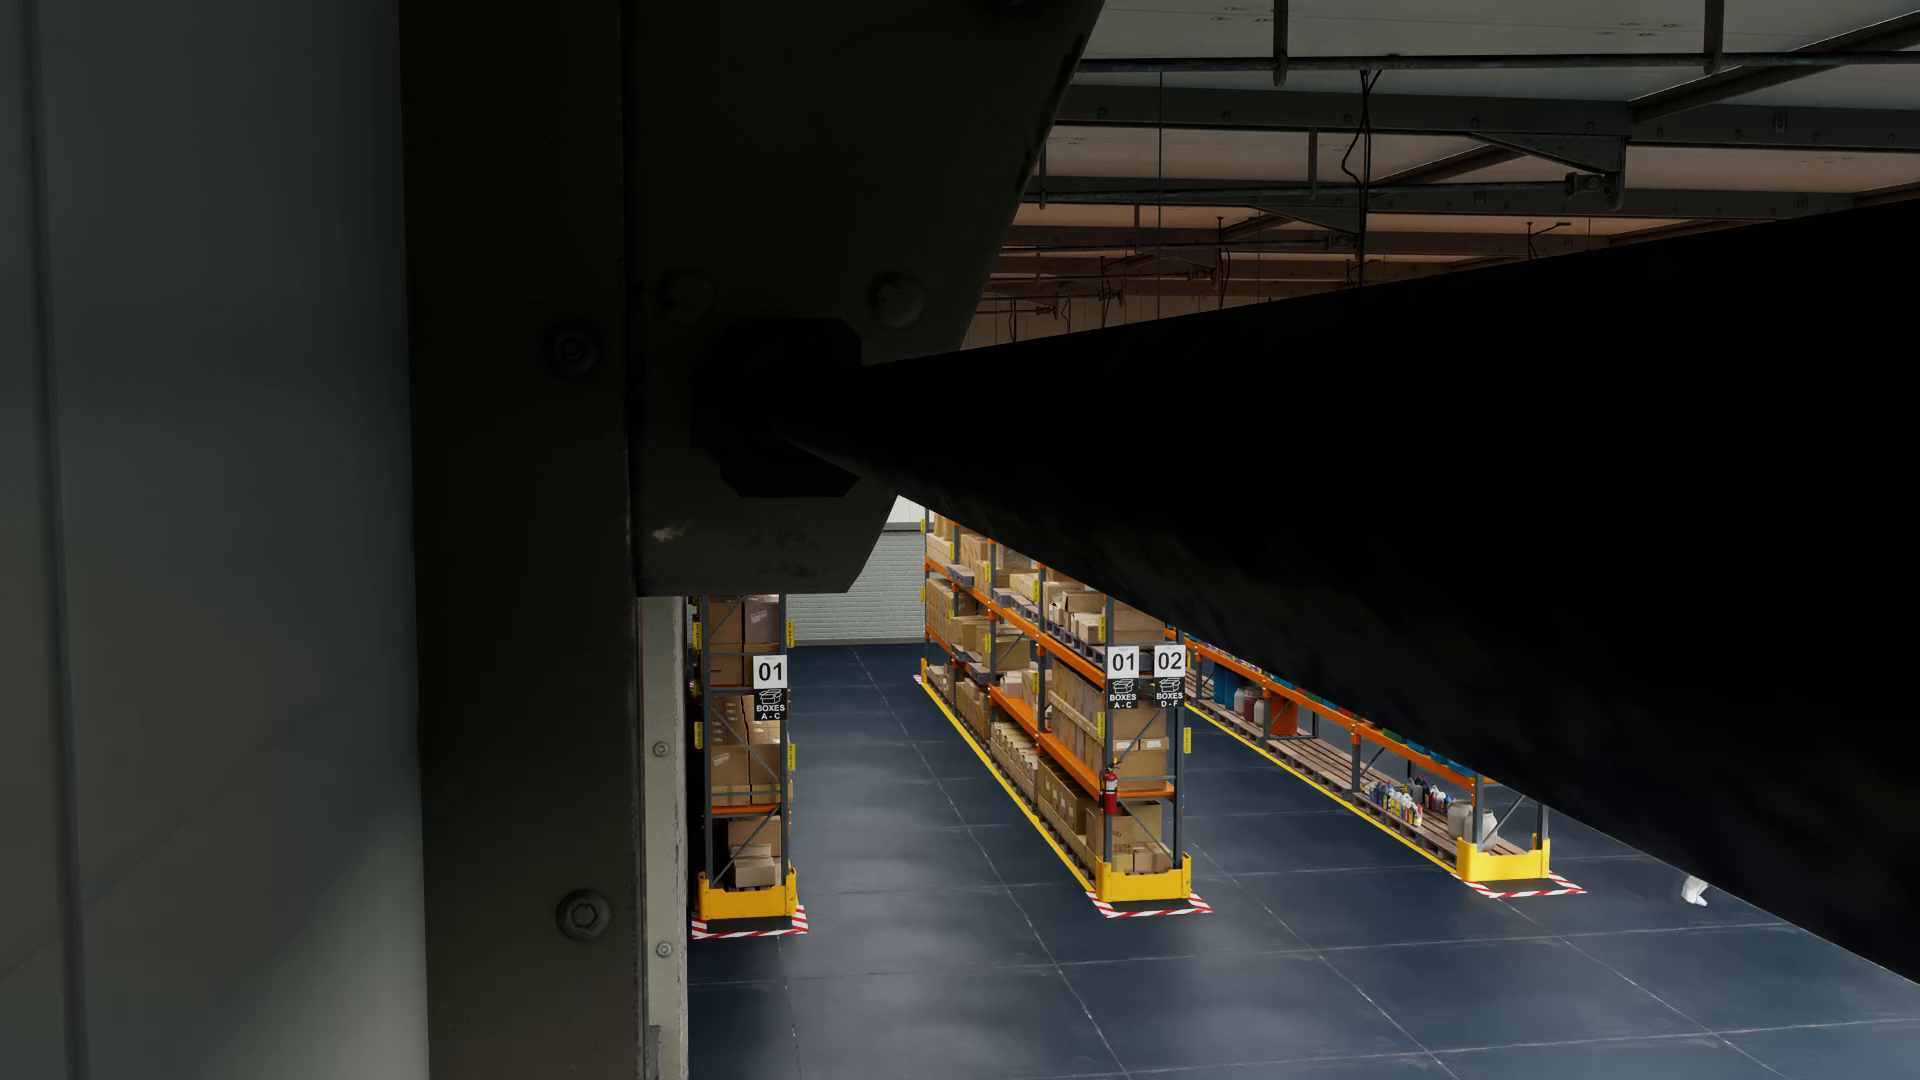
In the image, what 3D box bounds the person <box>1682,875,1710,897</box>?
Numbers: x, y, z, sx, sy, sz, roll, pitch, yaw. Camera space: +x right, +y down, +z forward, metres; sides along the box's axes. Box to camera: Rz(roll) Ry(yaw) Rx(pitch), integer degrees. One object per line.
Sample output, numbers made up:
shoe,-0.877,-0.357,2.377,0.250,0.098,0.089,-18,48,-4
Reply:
person,9.352,3.753,20.673,0.856,1.432,0.608,-3,6,-30
